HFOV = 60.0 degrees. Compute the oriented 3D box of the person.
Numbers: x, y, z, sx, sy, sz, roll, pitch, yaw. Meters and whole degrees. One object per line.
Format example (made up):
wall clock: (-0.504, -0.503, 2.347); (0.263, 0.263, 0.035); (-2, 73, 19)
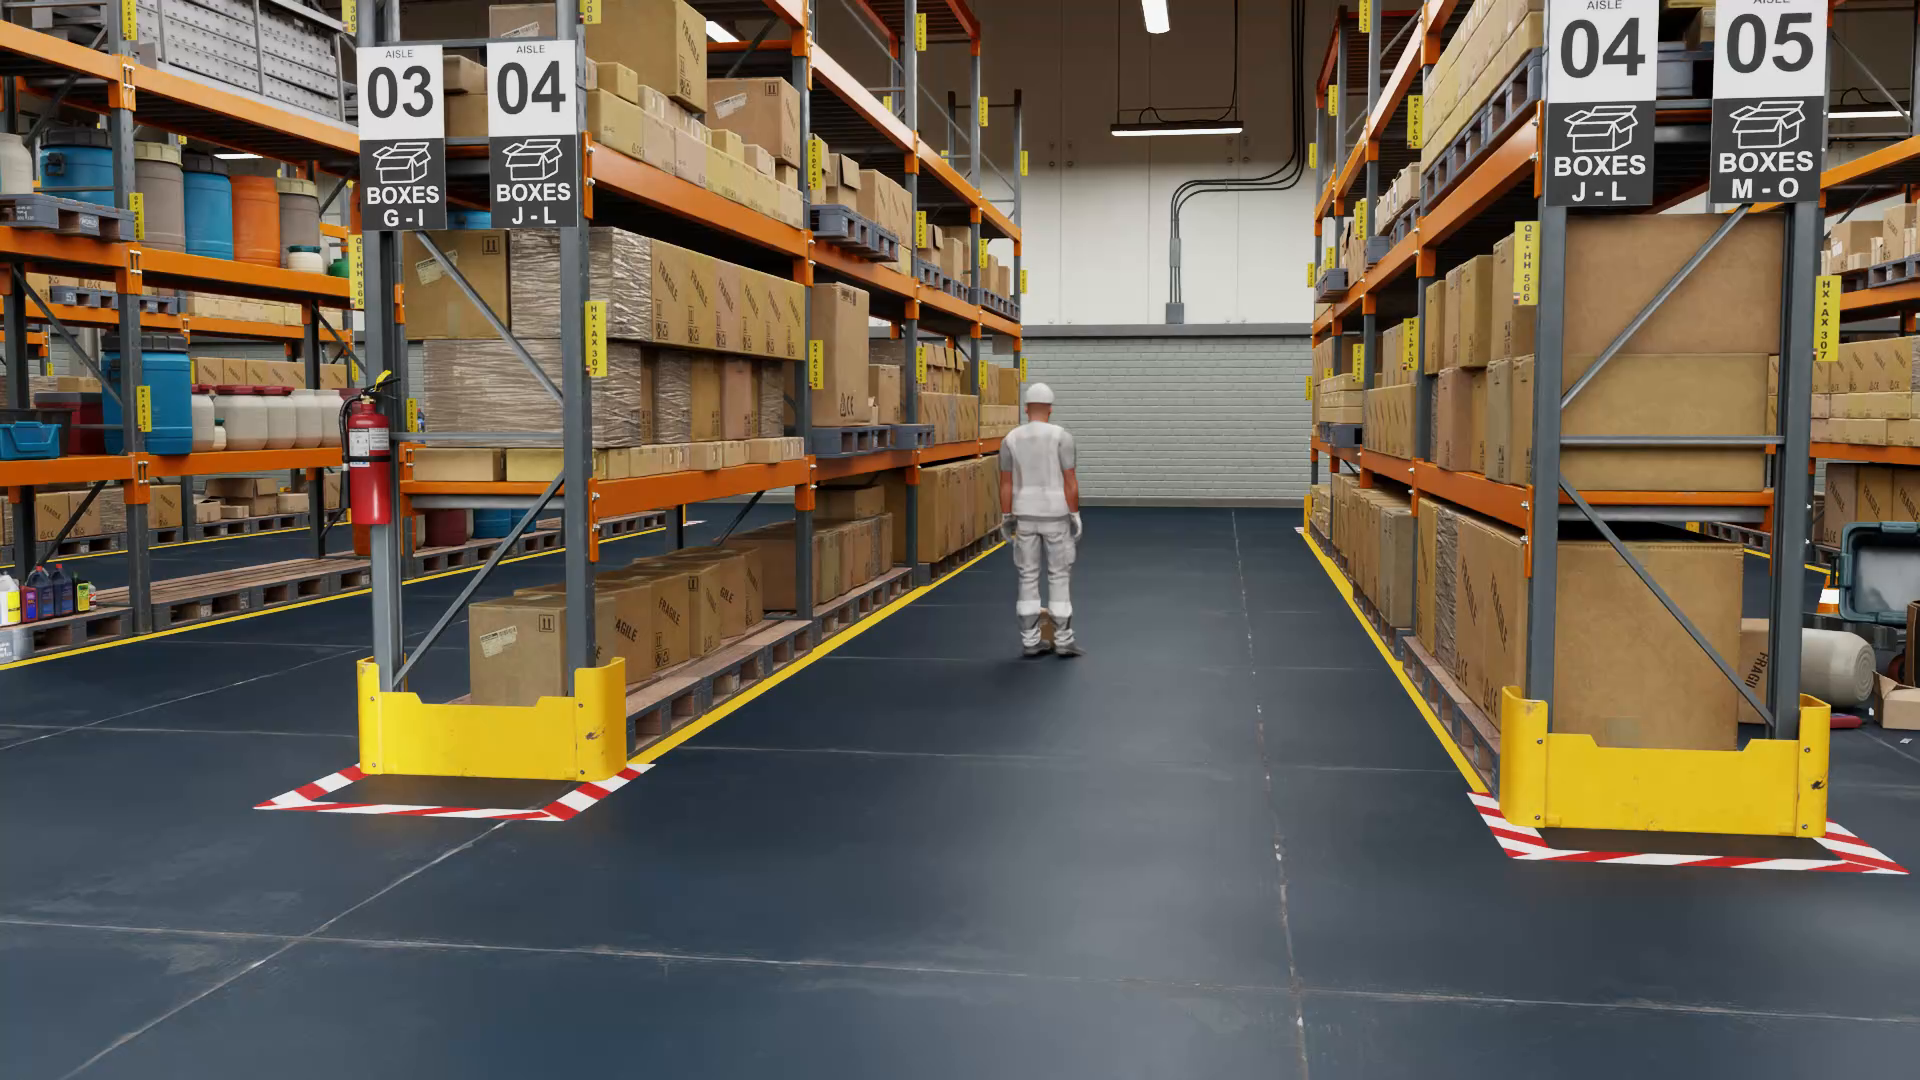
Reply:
person: (0.546, -0.125, 11.007); (0.558, 1.817, 0.424); (1, 5, 18)
